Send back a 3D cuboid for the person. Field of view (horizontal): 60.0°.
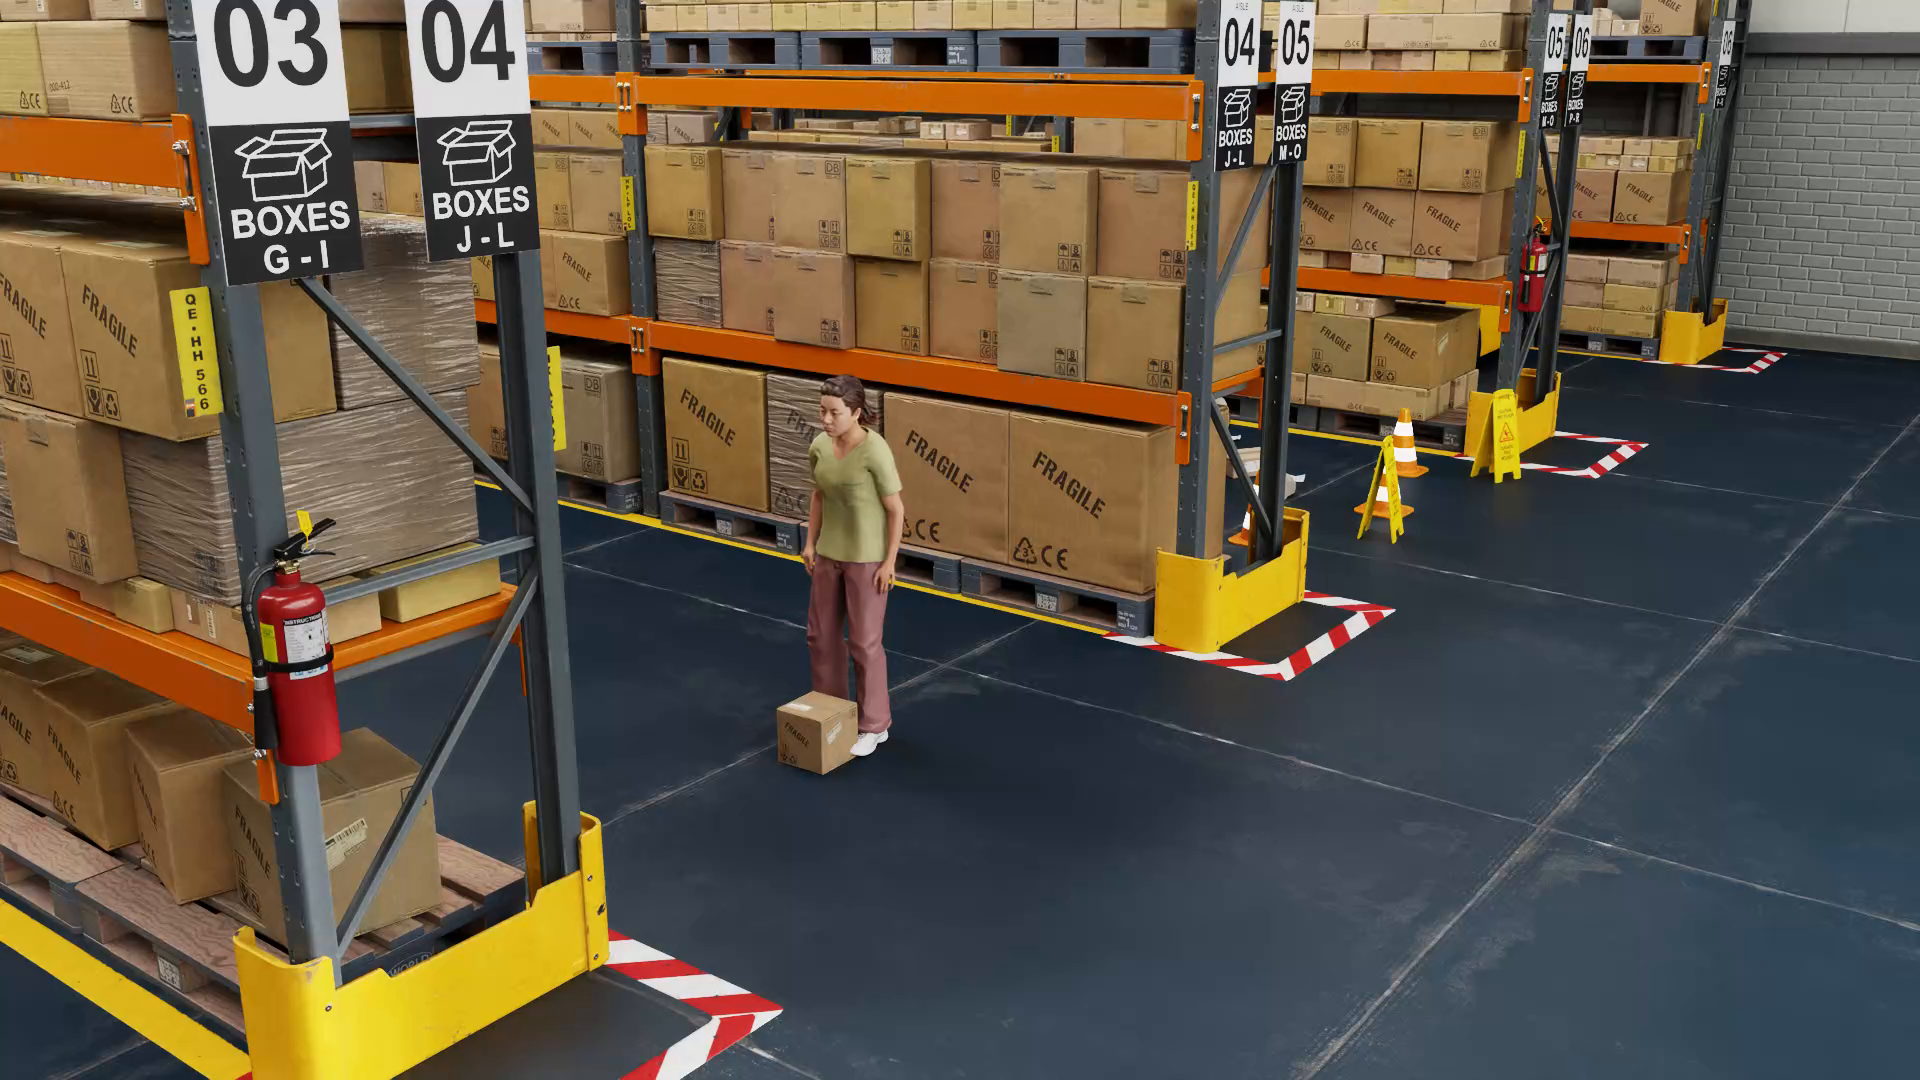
[{"bbox_3d":[-0.484,0.095,7.224,0.497,1.672,0.365,11,20,33],"label":"person"}]
